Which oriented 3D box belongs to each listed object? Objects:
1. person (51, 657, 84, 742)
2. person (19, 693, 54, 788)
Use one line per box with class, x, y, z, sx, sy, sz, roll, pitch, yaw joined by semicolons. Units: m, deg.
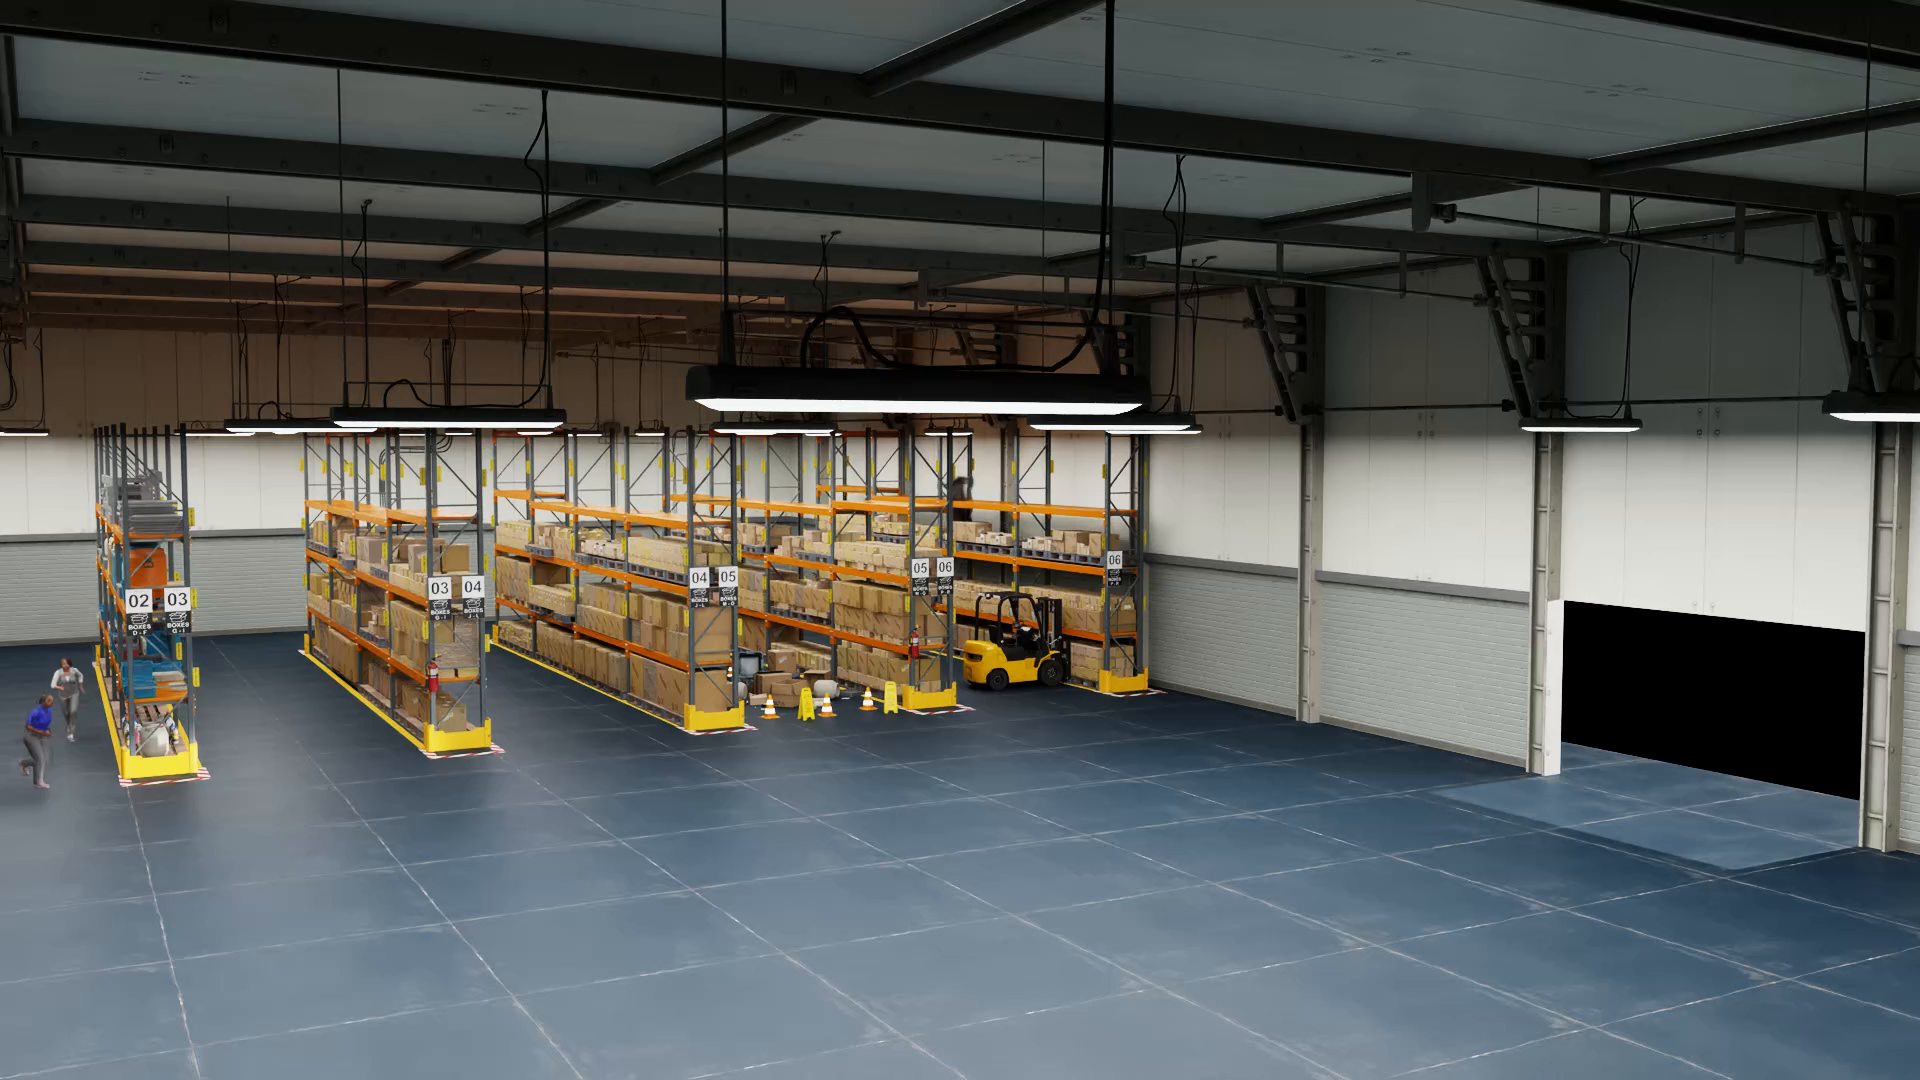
person;-17.017;3.007;31.737;0.543;1.578;0.916;-1;4;-23
person;-15.186;3.298;27.337;0.686;1.591;0.559;1;4;15
